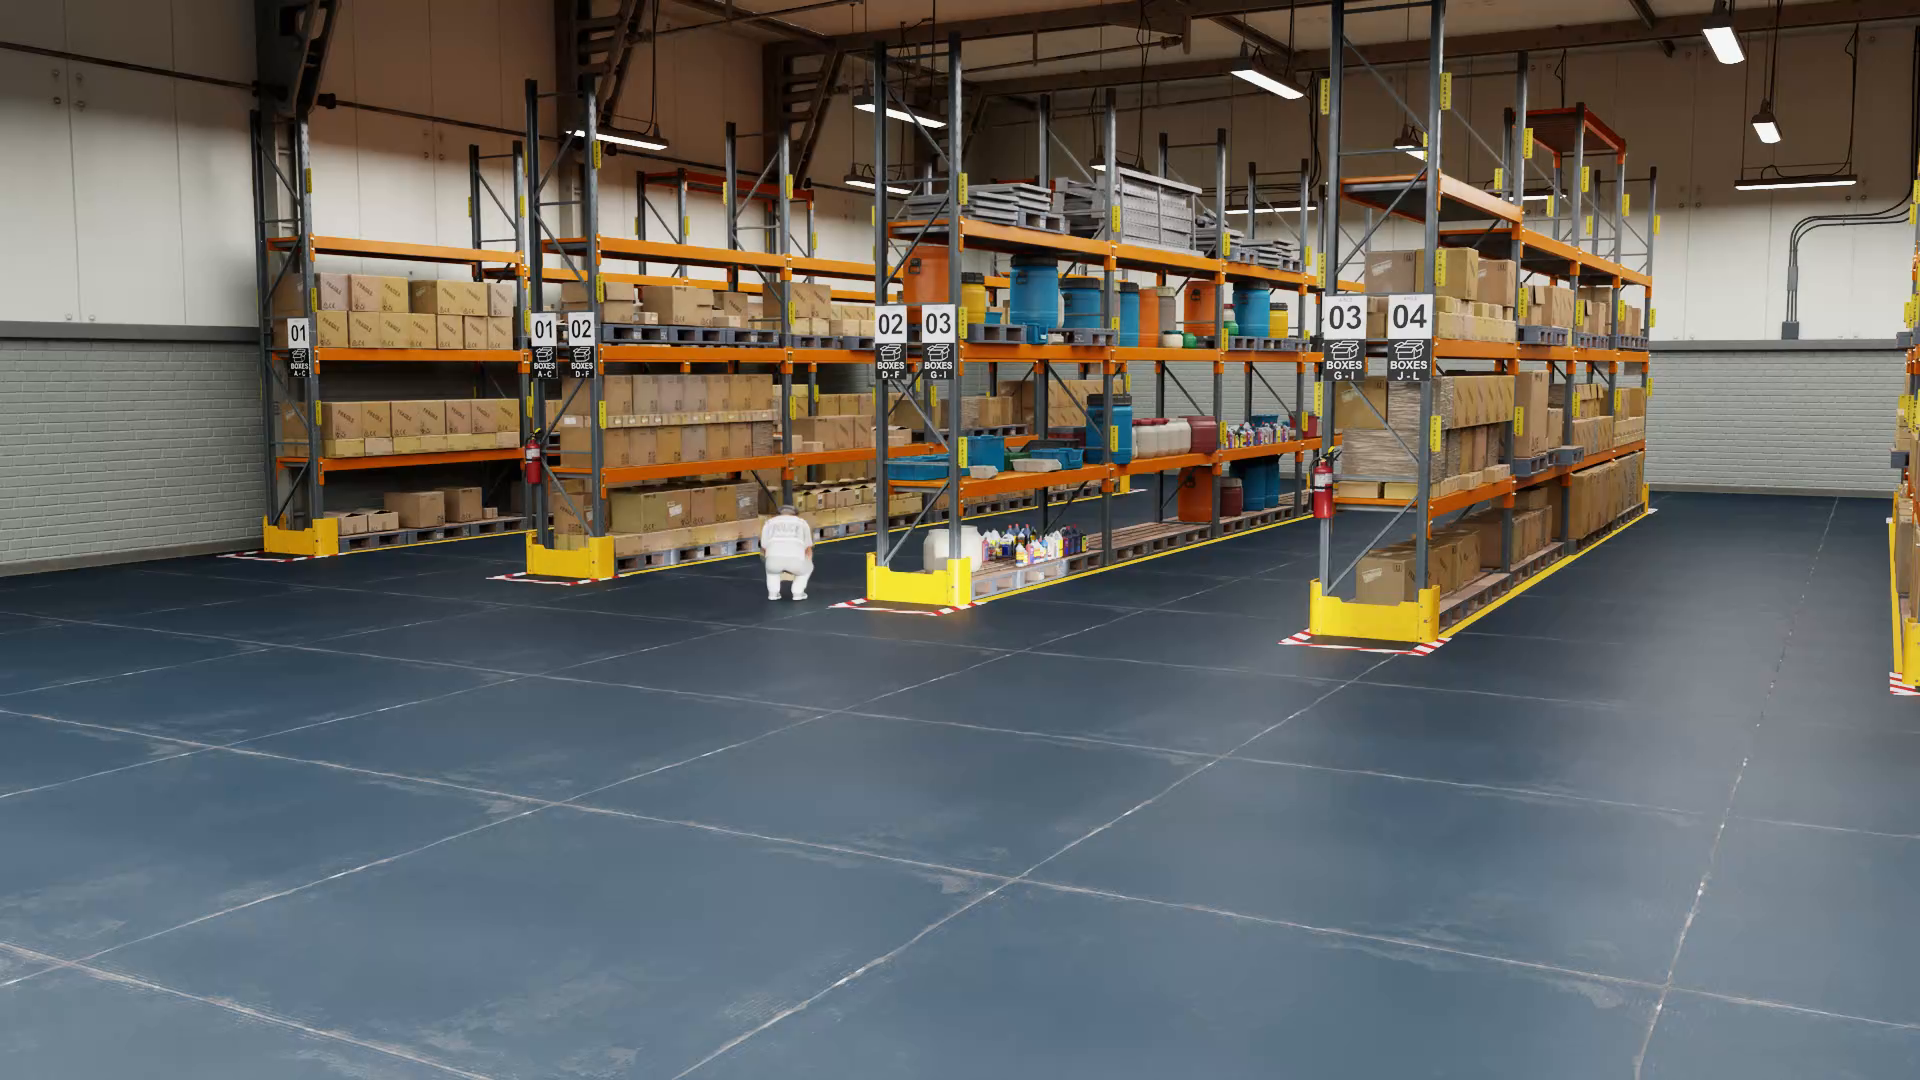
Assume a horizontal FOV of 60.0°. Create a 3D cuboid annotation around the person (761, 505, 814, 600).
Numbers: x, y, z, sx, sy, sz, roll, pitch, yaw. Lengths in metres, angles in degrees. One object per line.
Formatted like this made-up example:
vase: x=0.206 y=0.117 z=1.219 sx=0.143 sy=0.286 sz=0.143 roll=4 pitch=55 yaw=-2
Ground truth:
person: x=-1.930 y=0.139 z=18.398 sx=0.592 sy=1.013 sz=0.905 roll=1 pitch=6 yaw=6
